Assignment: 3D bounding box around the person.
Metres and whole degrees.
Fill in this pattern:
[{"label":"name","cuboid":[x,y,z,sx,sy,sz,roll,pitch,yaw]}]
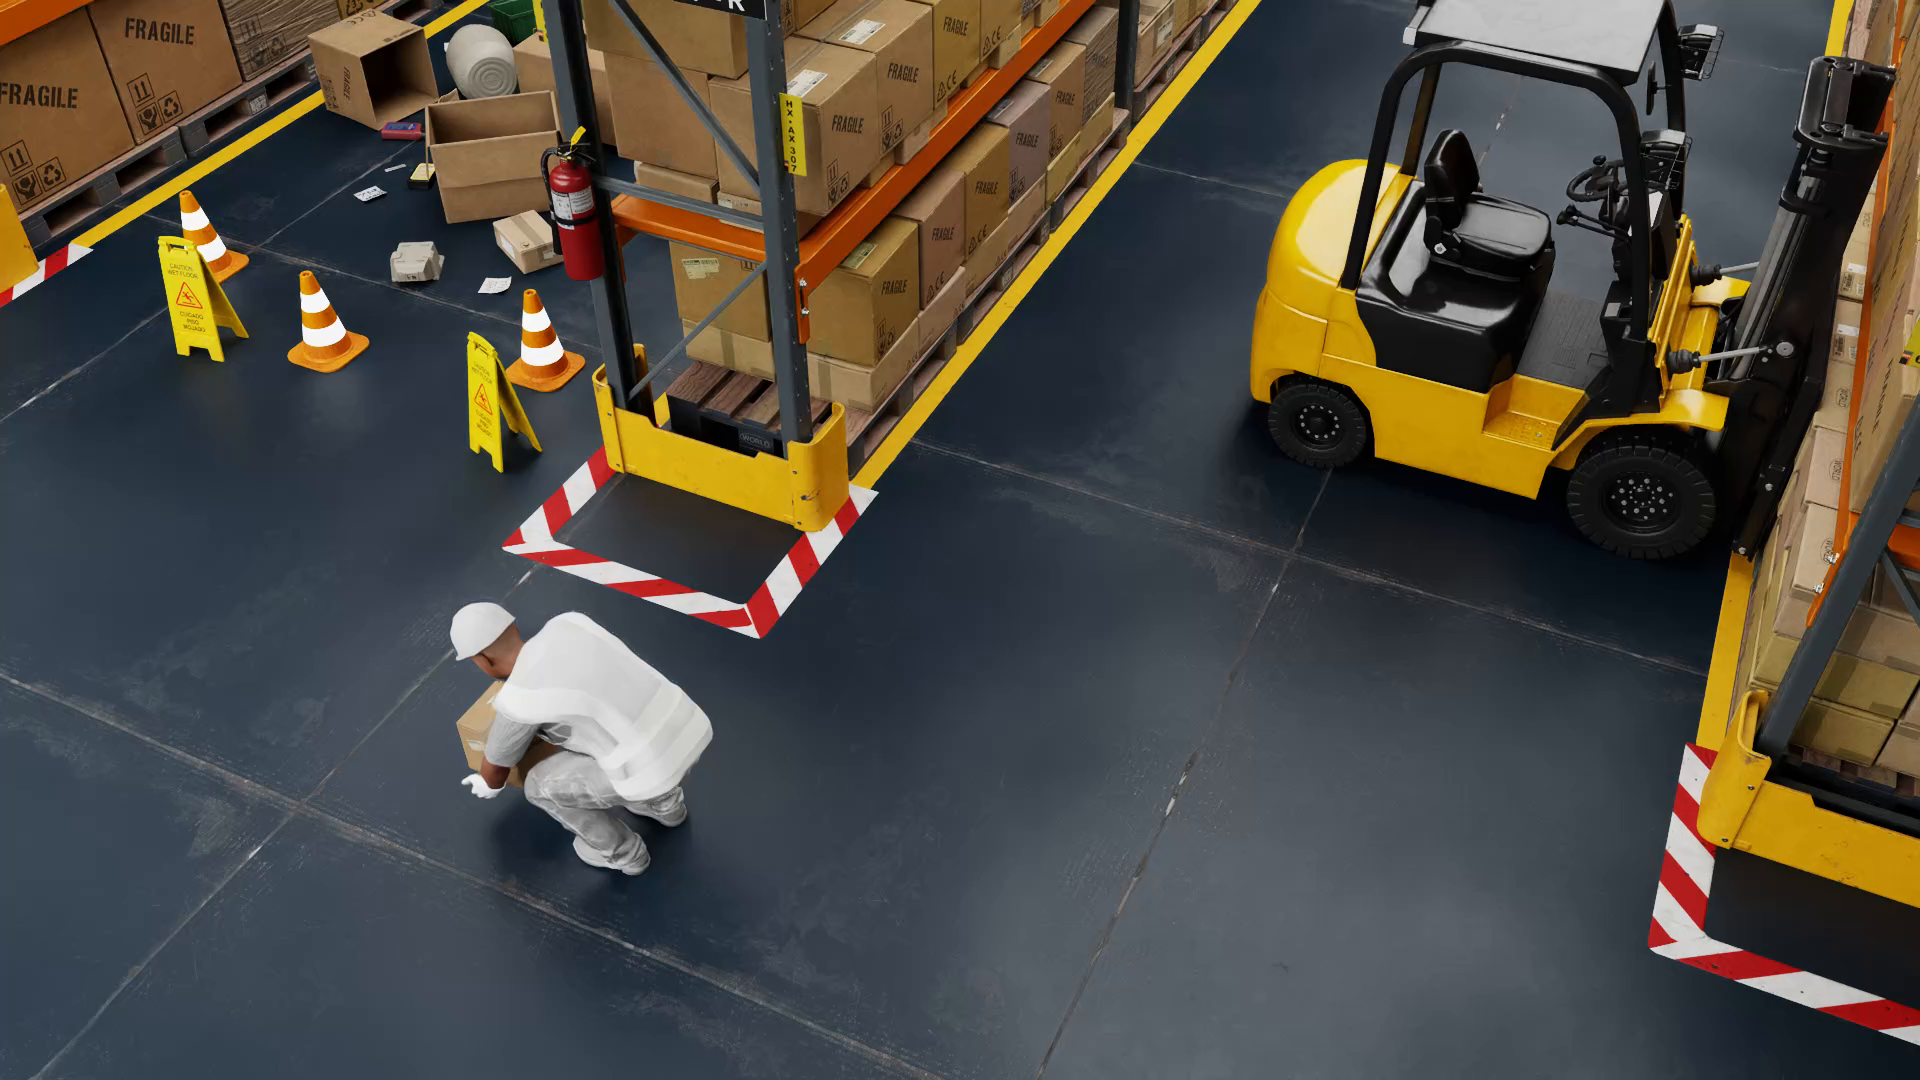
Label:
[{"label":"person","cuboid":[-1.345,0.701,5.909,0.902,1.053,0.582,18,45,19]}]
